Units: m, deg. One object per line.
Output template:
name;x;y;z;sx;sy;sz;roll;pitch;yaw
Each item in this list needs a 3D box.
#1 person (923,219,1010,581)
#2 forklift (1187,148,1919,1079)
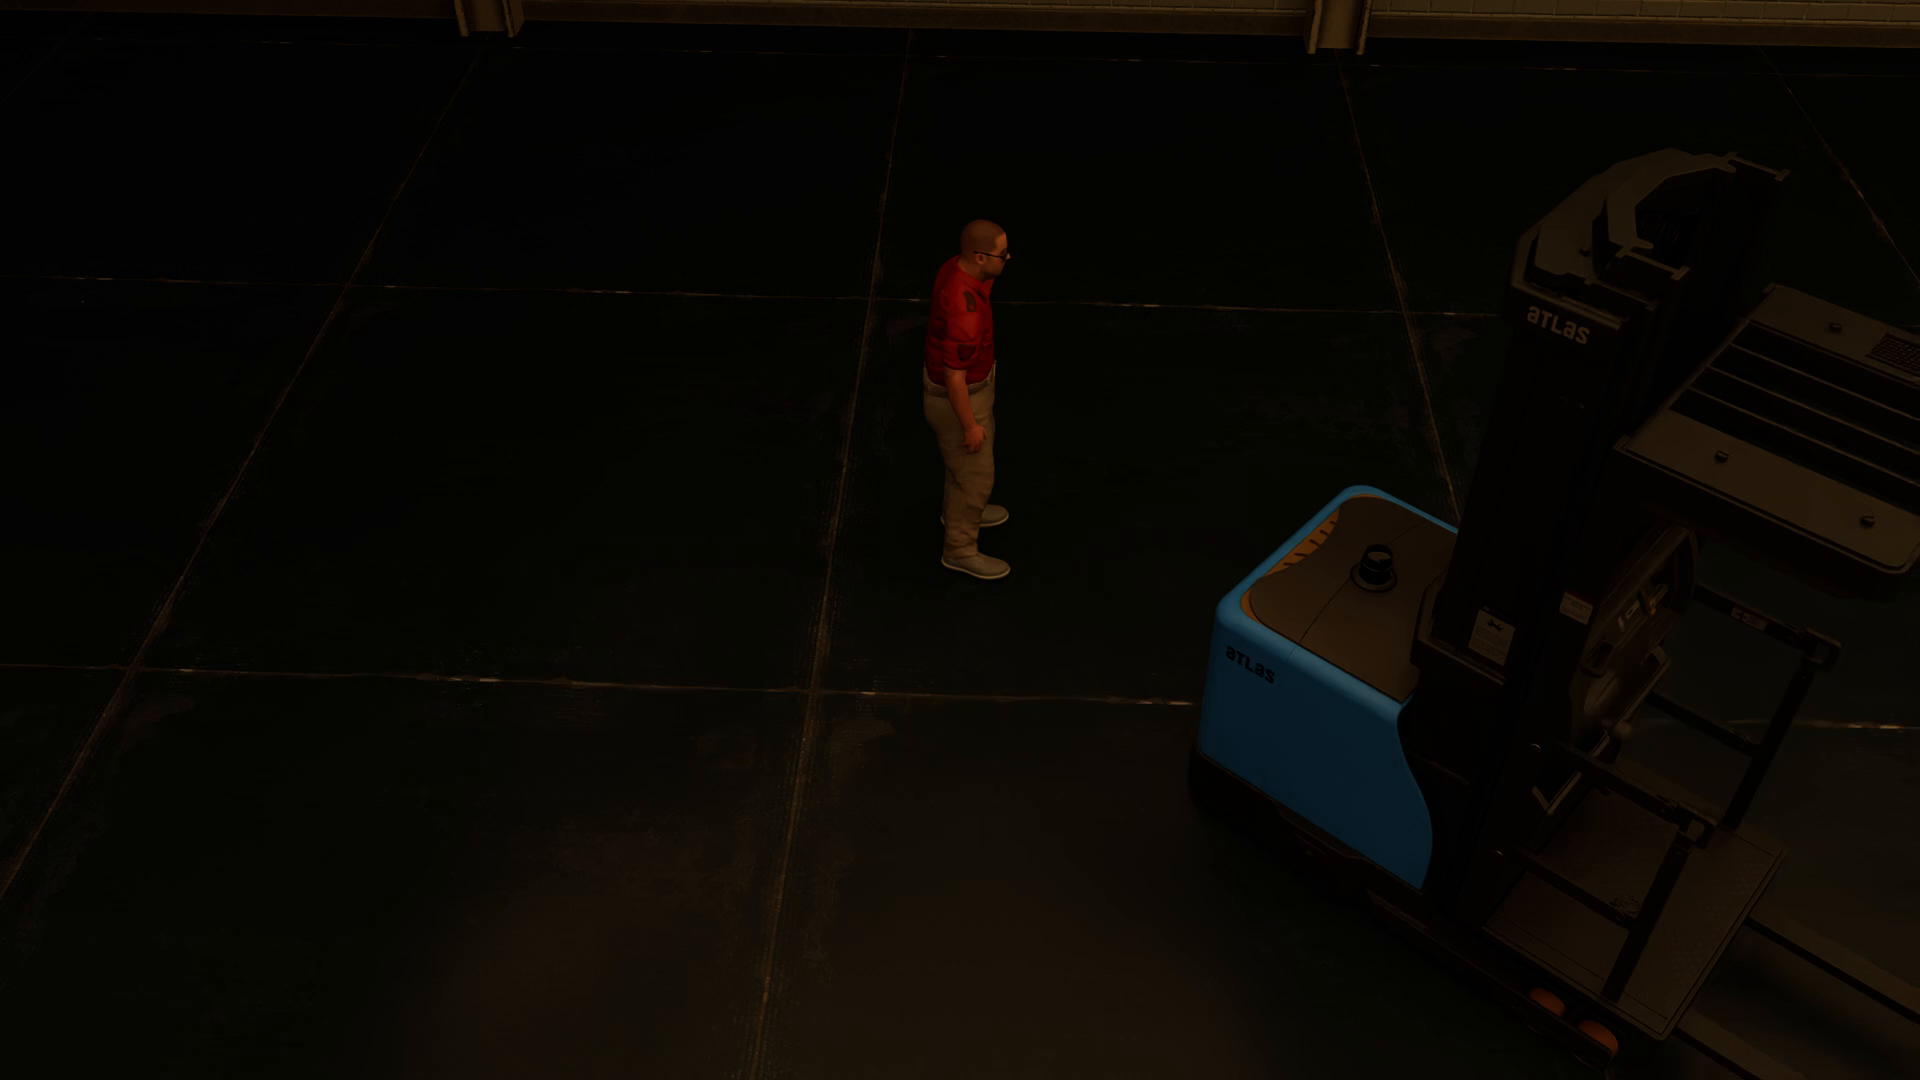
person;0.038;-0.643;7.339;0.396;1.726;0.587;0;42;0
forklift;2.354;0.373;5.334;3.031;2.935;1.130;31;51;30
